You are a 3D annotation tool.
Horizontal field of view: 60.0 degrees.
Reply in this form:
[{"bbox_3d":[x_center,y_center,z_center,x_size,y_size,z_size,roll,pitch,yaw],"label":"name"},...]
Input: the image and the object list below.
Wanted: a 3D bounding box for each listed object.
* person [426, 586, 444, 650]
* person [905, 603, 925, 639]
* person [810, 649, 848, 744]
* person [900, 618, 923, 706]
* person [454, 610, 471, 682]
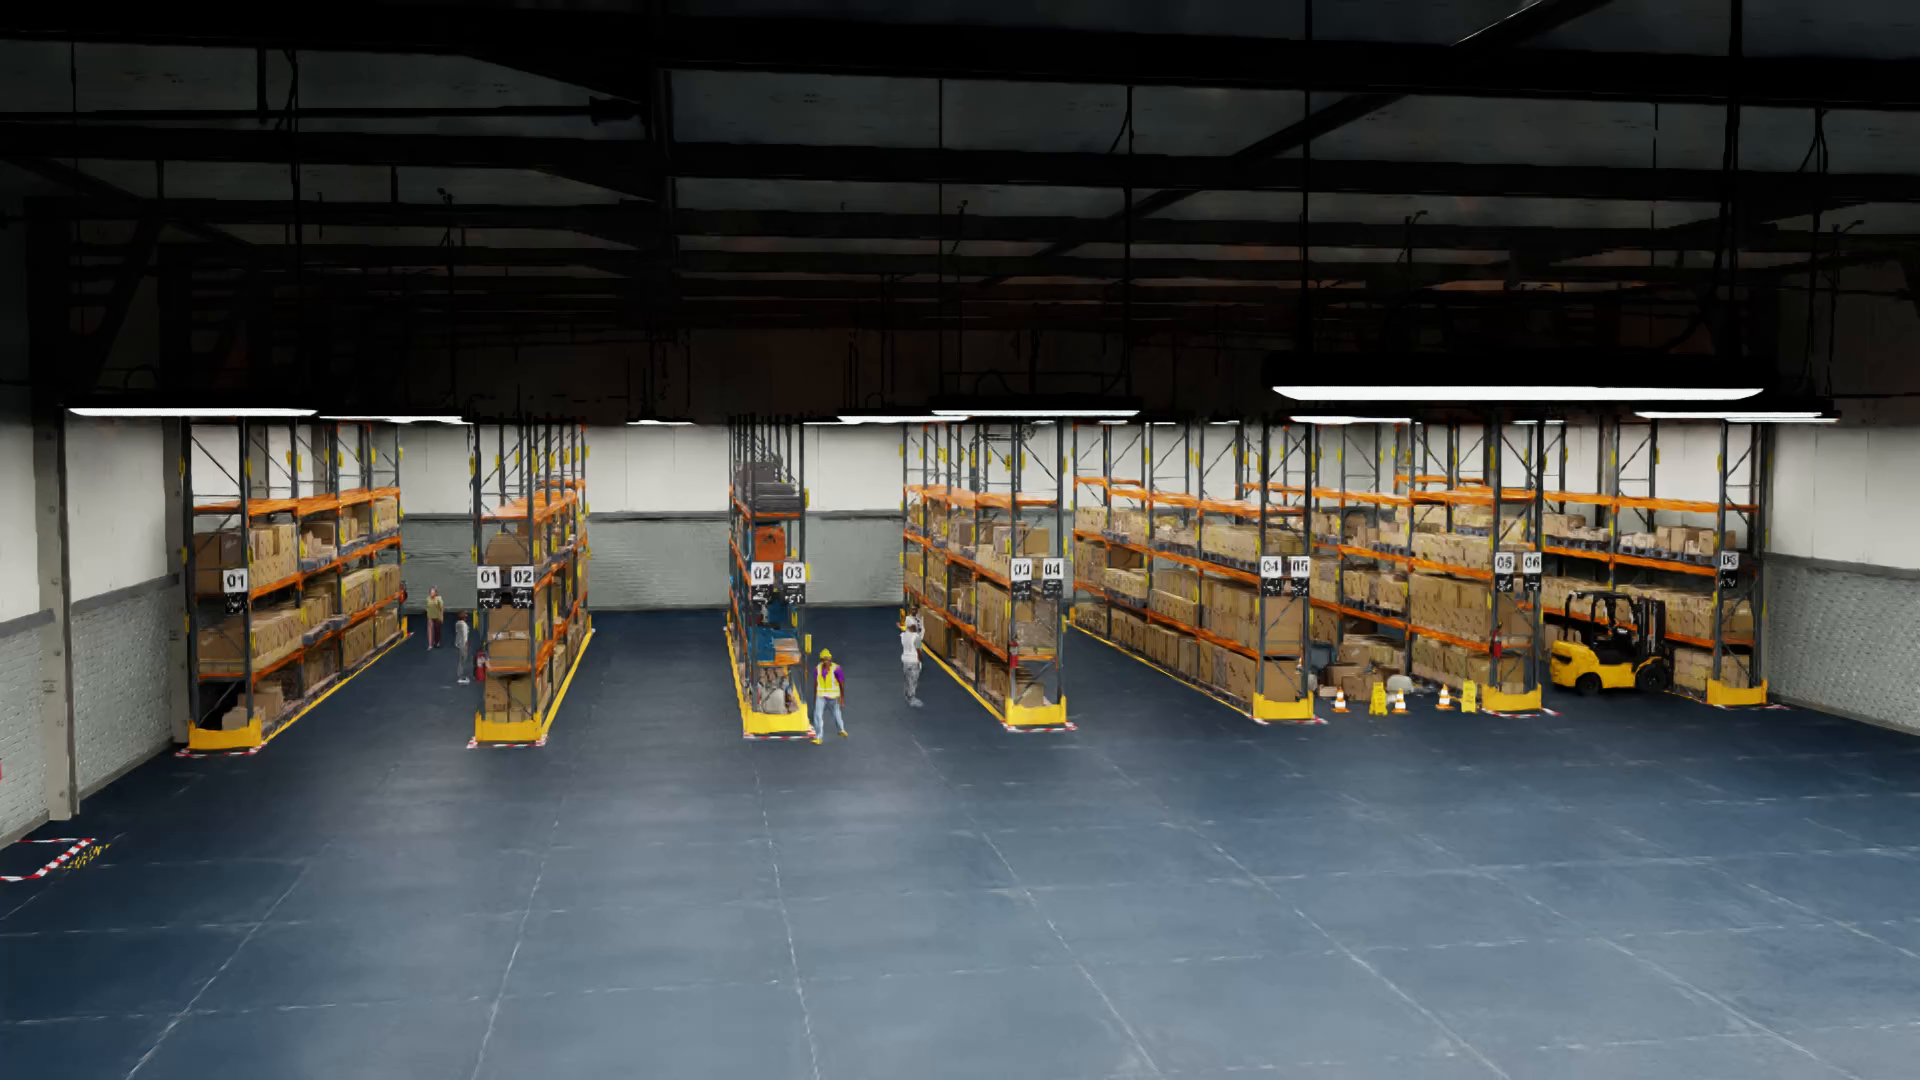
[{"bbox_3d":[-13.541,2.006,42.894,0.458,1.592,1.019,-1,4,-10],"label":"person"},{"bbox_3d":[-1.052,2.266,38.597,0.483,1.612,0.978,0,4,1],"label":"person"},{"bbox_3d":[-2.386,2.819,30.218,0.618,1.712,0.963,1,4,11],"label":"person"},{"bbox_3d":[-0.954,2.495,34.159,0.457,1.776,0.618,-3,5,-39],"label":"person"},{"bbox_3d":[-11.138,2.376,37.289,0.401,1.598,0.465,-3,5,-41],"label":"person"}]
